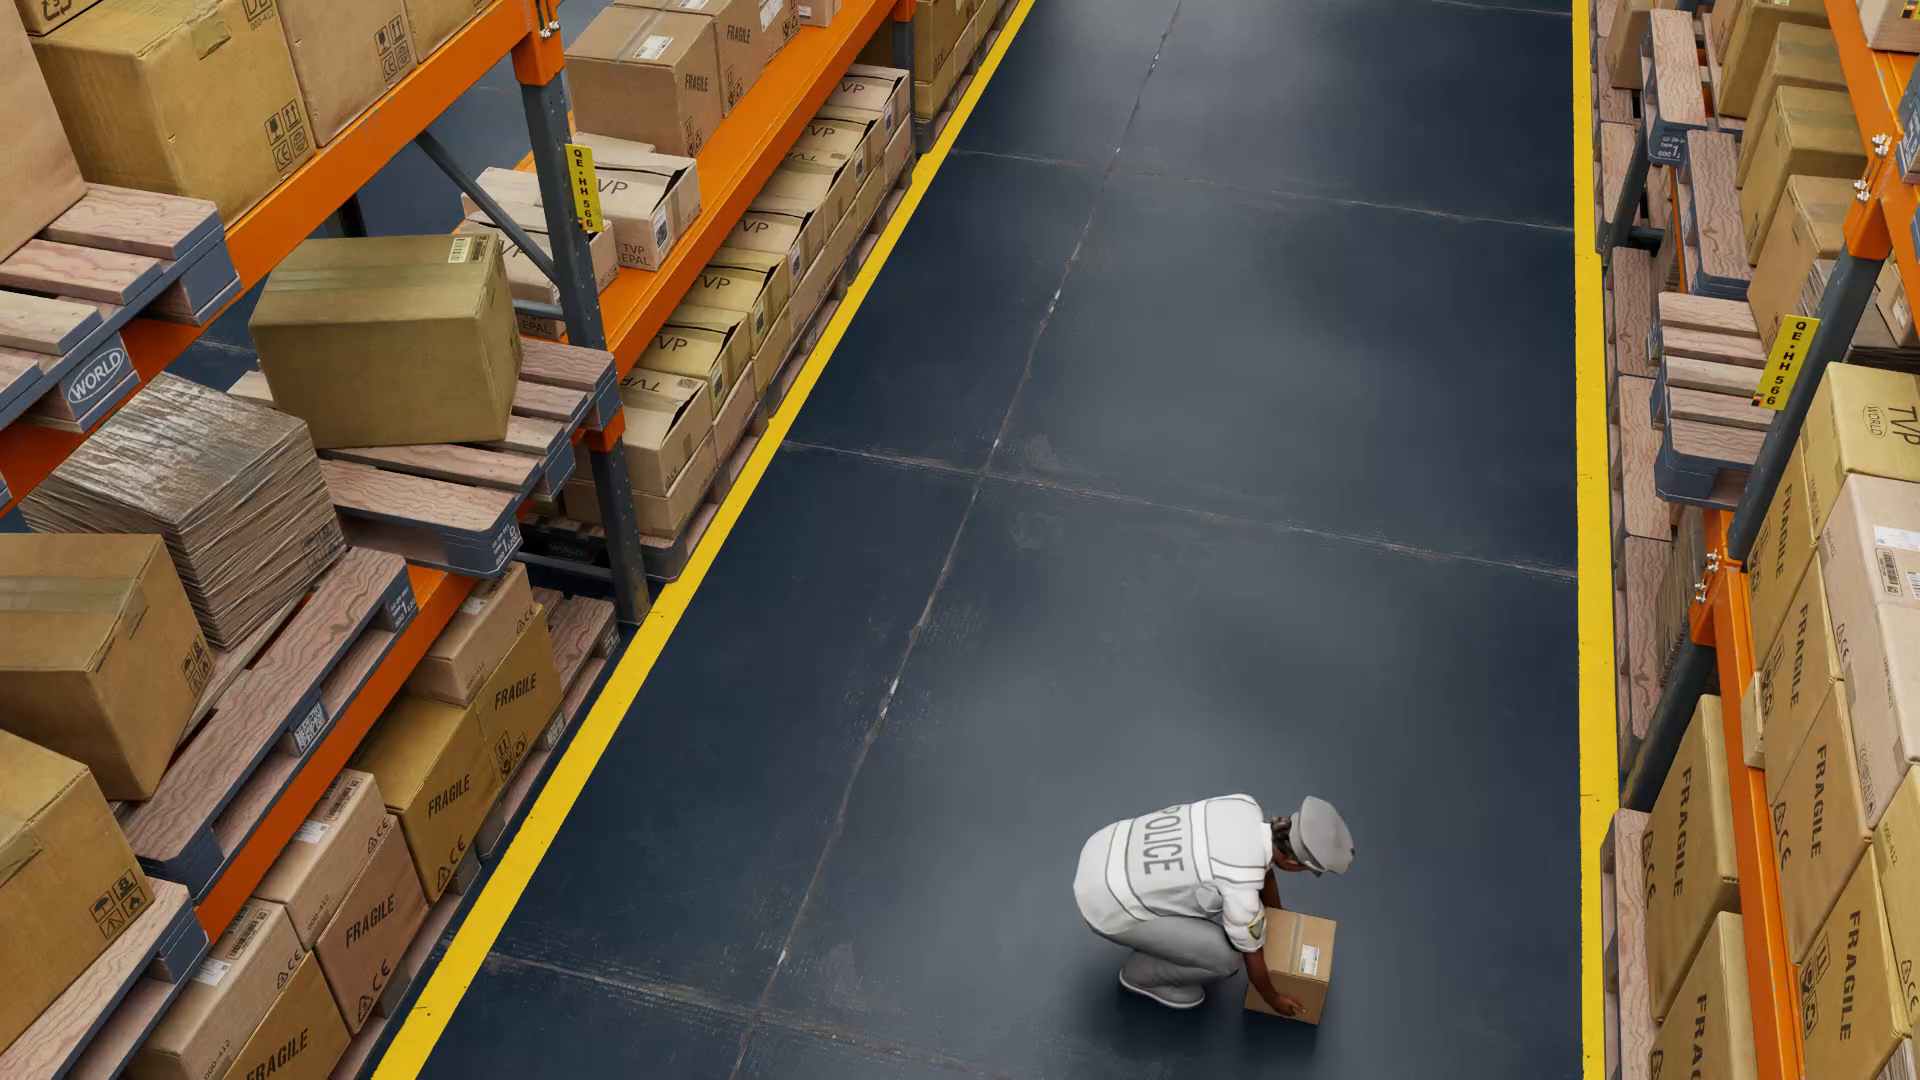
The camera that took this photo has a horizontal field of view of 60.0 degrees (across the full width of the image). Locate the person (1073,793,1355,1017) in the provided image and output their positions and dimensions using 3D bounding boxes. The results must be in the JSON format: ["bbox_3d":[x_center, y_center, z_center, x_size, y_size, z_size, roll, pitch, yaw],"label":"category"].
[{"bbox_3d":[0.813,1.158,5.463,0.863,0.852,0.471,10,42,11],"label":"person"}]
